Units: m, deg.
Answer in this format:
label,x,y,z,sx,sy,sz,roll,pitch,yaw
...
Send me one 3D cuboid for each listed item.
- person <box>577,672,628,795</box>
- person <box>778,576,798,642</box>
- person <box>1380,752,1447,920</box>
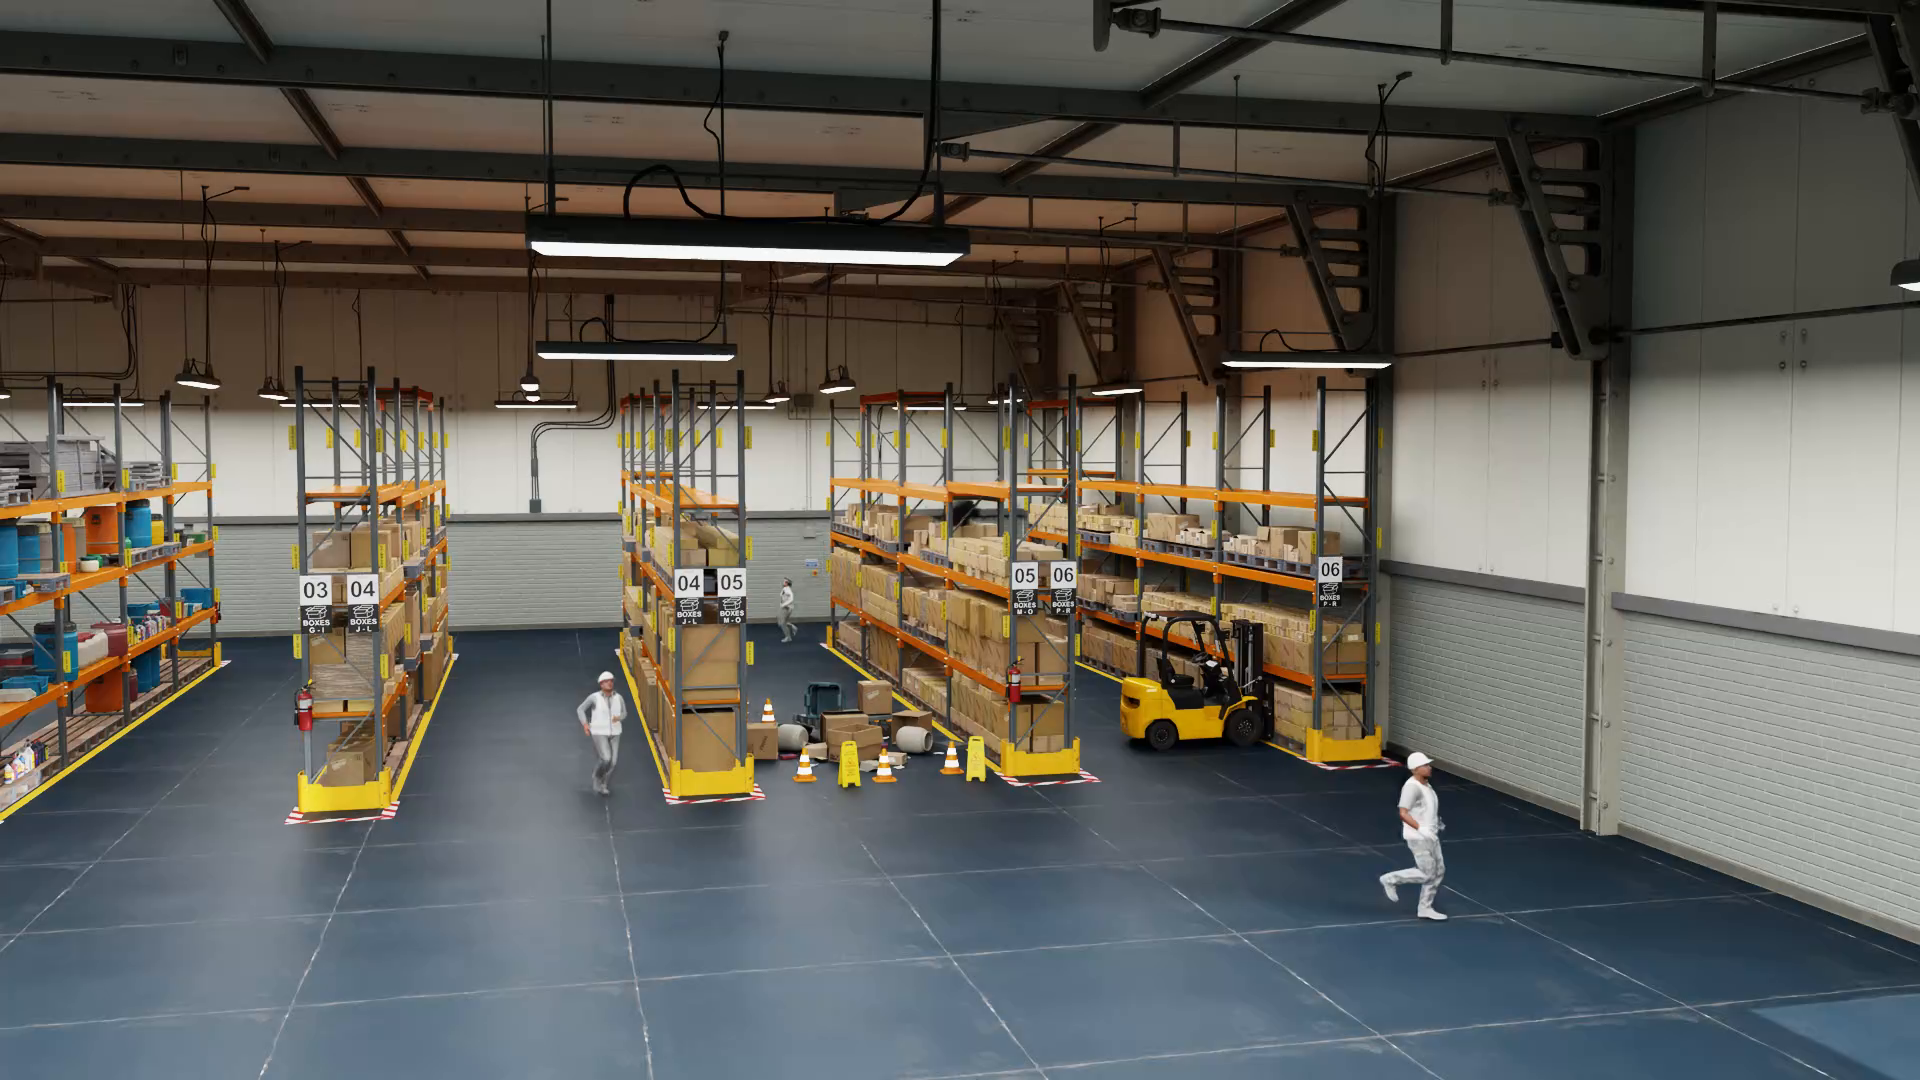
label,x,y,z,sx,sy,sz,roll,pitch,yaw
person,-4.987,2.735,23.481,0.642,1.731,0.617,-3,4,-38
person,-4.271,1.701,41.376,0.507,1.626,0.645,-1,4,-13
person,4.787,3.093,17.467,0.689,1.743,0.683,2,4,29
